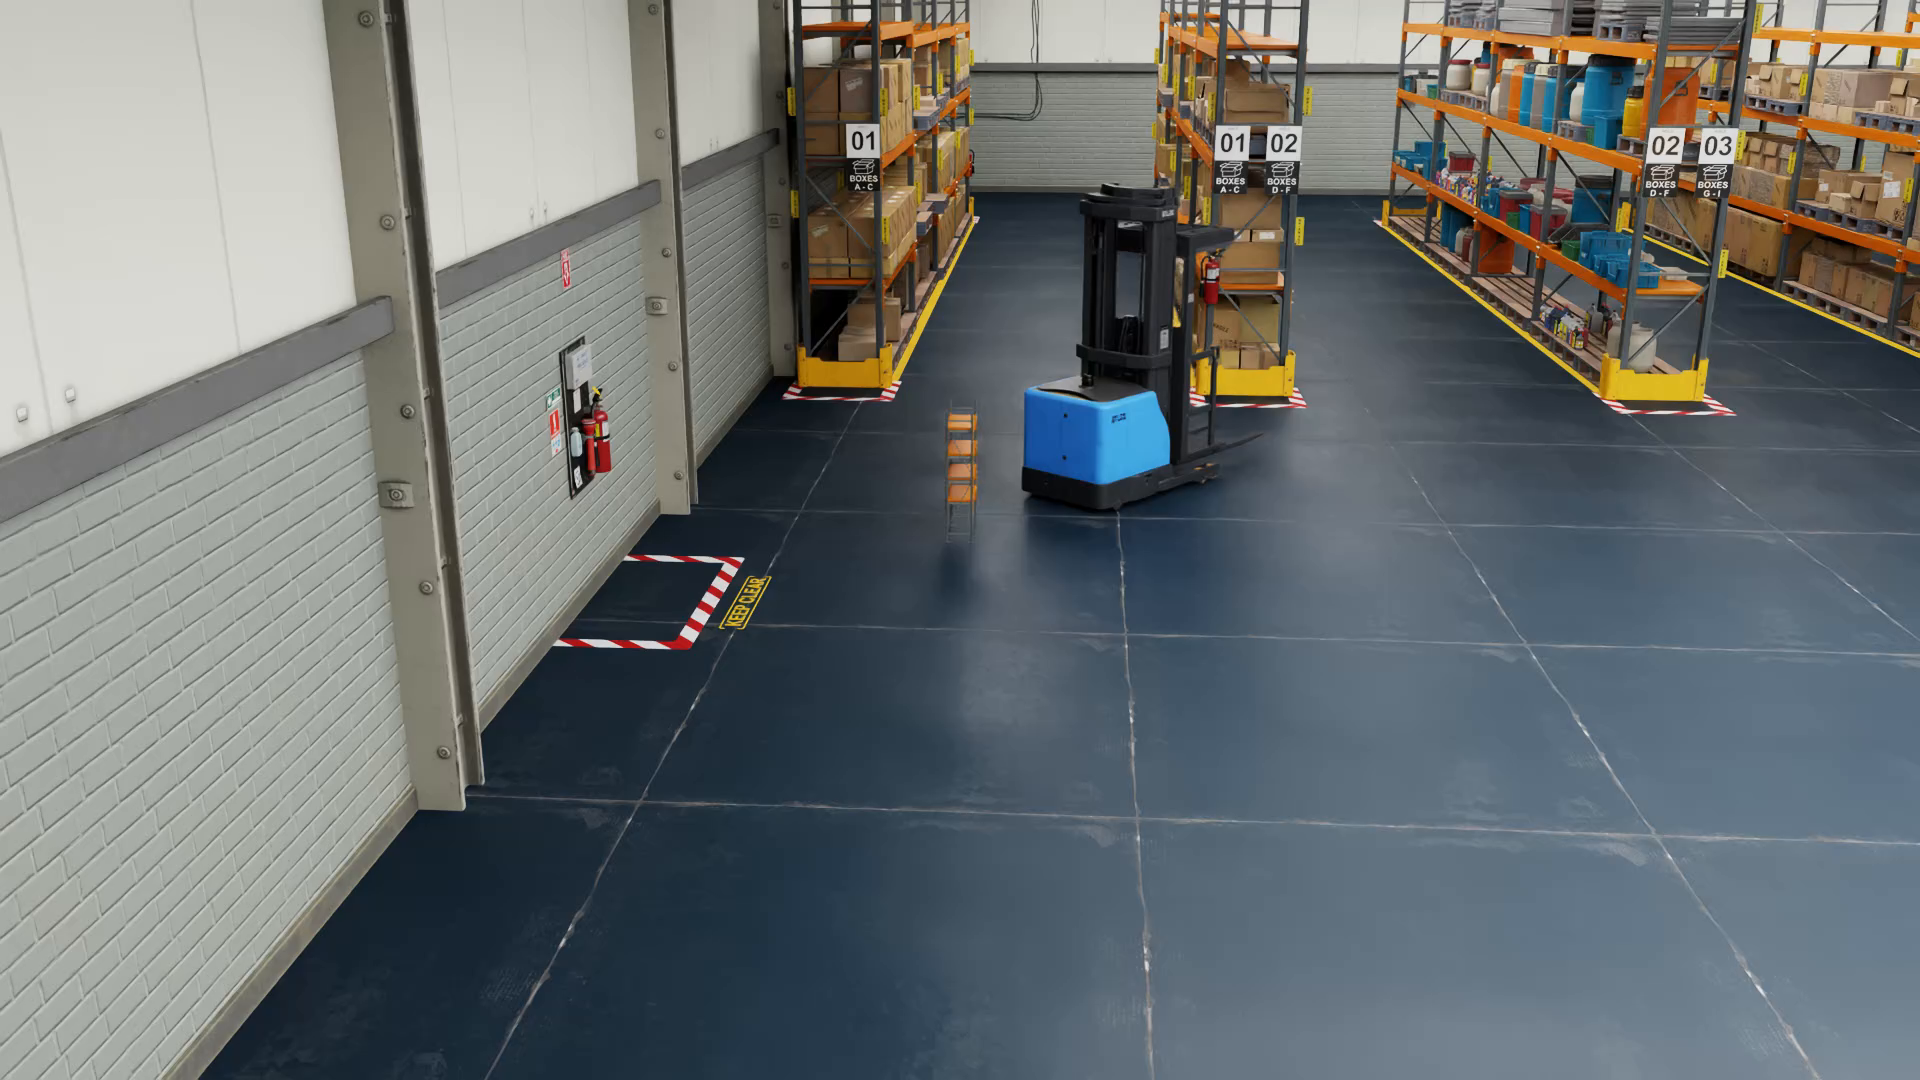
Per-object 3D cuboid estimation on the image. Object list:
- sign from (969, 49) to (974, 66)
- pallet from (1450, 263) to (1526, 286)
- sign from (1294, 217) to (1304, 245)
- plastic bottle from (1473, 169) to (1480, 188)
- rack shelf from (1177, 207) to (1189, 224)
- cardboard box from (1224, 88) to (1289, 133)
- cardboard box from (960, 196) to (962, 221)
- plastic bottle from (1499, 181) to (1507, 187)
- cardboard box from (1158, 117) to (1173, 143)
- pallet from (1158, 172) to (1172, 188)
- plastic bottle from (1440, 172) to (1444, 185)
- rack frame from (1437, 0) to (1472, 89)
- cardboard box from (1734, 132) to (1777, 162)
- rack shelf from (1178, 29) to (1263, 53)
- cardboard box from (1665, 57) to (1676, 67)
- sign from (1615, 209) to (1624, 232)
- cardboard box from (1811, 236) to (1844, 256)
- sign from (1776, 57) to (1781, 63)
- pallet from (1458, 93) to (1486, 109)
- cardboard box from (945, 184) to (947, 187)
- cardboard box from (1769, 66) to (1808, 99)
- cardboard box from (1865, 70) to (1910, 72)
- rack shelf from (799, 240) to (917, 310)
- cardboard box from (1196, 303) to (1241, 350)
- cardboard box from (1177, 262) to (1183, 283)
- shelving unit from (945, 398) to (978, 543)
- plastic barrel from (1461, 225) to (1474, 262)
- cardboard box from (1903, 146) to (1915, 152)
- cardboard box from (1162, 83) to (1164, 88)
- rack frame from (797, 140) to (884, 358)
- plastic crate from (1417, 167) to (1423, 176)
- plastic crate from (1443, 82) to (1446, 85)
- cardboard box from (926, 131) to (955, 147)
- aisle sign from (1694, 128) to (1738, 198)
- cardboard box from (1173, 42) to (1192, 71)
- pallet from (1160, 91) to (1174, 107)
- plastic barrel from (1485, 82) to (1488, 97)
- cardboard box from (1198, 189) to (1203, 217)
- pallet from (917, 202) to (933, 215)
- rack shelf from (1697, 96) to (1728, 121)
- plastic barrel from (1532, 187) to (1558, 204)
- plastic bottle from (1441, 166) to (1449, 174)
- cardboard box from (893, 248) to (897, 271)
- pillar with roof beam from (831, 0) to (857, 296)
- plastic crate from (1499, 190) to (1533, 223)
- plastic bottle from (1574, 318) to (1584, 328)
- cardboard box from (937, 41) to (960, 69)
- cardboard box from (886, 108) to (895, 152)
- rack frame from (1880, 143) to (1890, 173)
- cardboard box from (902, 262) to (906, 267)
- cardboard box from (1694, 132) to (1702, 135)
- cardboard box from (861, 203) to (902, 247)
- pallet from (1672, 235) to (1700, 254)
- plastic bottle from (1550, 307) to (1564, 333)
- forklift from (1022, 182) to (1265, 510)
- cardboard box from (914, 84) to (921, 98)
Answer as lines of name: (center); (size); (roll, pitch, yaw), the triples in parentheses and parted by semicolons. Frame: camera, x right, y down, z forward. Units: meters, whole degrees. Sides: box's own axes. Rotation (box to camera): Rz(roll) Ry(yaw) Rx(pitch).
sign: (0.240, -10.119, 34.874); (0.100, 0.325, 0.005); (1, 18, 4)
pallet: (9.022, -4.541, 28.444); (1.003, 0.211, 1.213); (1, 18, 4)
sign: (4.047, -3.683, 19.827); (0.100, 0.325, 0.005); (1, 18, 4)
plastic bottle: (9.411, -6.550, 30.175); (0.144, 0.351, 0.185); (1, 18, 4)
rack shelf: (3.924, -4.769, 25.817); (1.077, 0.370, 4.000); (1, 18, 4)
cardboard box: (3.539, -5.167, 19.992); (0.797, 0.503, 0.637); (3, 18, 8)
cardboard box: (-0.322, -6.807, 34.220); (0.700, 0.500, 0.500); (1, 18, 2)
plastic bottle: (9.460, -6.120, 28.981); (0.152, 0.276, 0.135); (1, 18, 4)
cardboard box: (4.275, -8.290, 33.639); (0.500, 0.500, 0.500); (2, 18, 5)
pallet: (4.188, -6.638, 30.672); (1.003, 0.211, 1.213); (1, 18, 4)
plastic bottle: (8.836, -6.590, 30.423); (0.097, 0.271, 0.097); (0, 18, 0)
rack frame: (9.294, -9.714, 30.117); (1.000, 3.000, 0.127); (1, 18, 4)
cardboard box: (14.197, -7.078, 29.936); (0.797, 0.503, 0.637); (1, 18, 2)
rack shelf: (3.924, -7.430, 24.945); (1.077, 0.370, 4.000); (1, 18, 4)
cardboard box: (14.377, -9.380, 32.920); (0.700, 0.500, 0.500); (1, 18, 2)
sign: (9.268, -4.494, 23.377); (0.100, 0.325, 0.005); (1, 18, 4)
cardboard box: (13.929, -4.679, 26.489); (0.500, 0.250, 0.500); (2, 18, 6)
sign: (14.776, -8.564, 30.089); (0.100, 0.325, 0.005); (1, 18, 4)
pallet: (9.257, -7.601, 28.788); (1.003, 0.211, 1.213); (1, 18, 4)
cardboard box: (-0.431, -6.547, 30.457); (0.380, 0.149, 0.250); (1, 18, 4)
cardboard box: (13.894, -7.644, 27.781); (0.500, 0.500, 0.500); (2, 18, 7)
cardboard box: (14.137, -6.907, 25.406); (0.500, 0.500, 0.500); (1, 18, 4)
rack shelf: (-1.304, -3.637, 22.359); (1.077, 0.370, 4.000); (1, 18, 4)
cardboard box: (3.235, -2.670, 20.792); (0.500, 0.500, 0.500); (1, 18, 4)
cardboard box: (3.592, -4.098, 25.454); (0.500, 0.311, 0.500); (1, 18, 4)
shelving unit: (0.012, -0.622, 14.893); (0.258, 1.200, 0.503); (1, 18, 4)
plastic barrel: (9.106, -5.177, 29.105); (0.600, 0.588, 0.708); (1, 18, 4)
cardboard box: (19.140, -7.742, 33.094); (0.500, 0.500, 0.500); (1, 18, 4)
cardboard box: (4.197, -8.796, 32.375); (0.500, 0.250, 0.500); (1, 18, 4)
rack frame: (-1.448, -3.357, 20.352); (1.000, 3.000, 0.127); (1, 18, 4)
plastic crate: (9.106, -7.114, 32.164); (0.437, 0.125, 0.590); (1, 18, 4)
plastic crate: (9.795, -9.117, 33.454); (0.450, 0.188, 0.336); (1, 18, 4)
cardboard box: (-0.366, -7.488, 31.084); (0.500, 0.250, 0.500); (2, 18, 5)
aisle sign: (8.721, -4.343, 19.184); (0.394, 0.787, 0.004); (1, 18, 4)
cardboard box: (4.351, -9.075, 31.217); (0.700, 0.500, 0.500); (1, 18, 4)
pallet: (4.166, -7.788, 29.357); (1.213, 0.211, 1.003); (1, 18, 4)
plastic barrel: (8.938, -7.516, 27.775); (0.301, 0.262, 0.301); (0, 18, 0)
cardboard box: (3.925, -5.095, 25.494); (0.500, 0.500, 0.500); (1, 18, 4)
pallet: (-0.975, -5.135, 26.085); (1.003, 0.211, 1.213); (1, 18, 4)
rack shelf: (14.378, -8.457, 32.254); (1.077, 0.370, 4.000); (1, 18, 4)
plastic barrel: (9.116, -5.219, 25.853); (0.421, 0.512, 0.421); (0, 18, 0)
plastic bottle: (8.943, -6.725, 30.709); (0.144, 0.351, 0.185); (1, 18, 4)
cardboard box: (-1.073, -3.602, 21.306); (0.500, 0.250, 0.500); (1, 18, 2)
pillar with roof beam: (2.464, -8.212, 25.534); (9.100, 9.000, 0.400); (1, 18, 4)
plastic crate: (8.586, -5.156, 25.739); (0.402, 0.464, 0.583); (1, 18, 4)
plastic bottle: (8.354, -2.866, 22.519); (0.152, 0.276, 0.135); (1, 18, 4)
cardboard box: (-0.257, -9.257, 31.741); (0.500, 0.500, 0.500); (1, 18, 3)
cardboard box: (-1.100, -5.104, 20.673); (0.500, 0.500, 0.500); (2, 18, 8)
rack frame: (19.461, -7.853, 34.071); (1.000, 3.000, 0.127); (1, 18, 4)
cardboard box: (-1.097, -4.343, 25.463); (0.500, 0.250, 0.500); (1, 18, 3)
cardboard box: (14.001, -7.328, 31.028); (0.500, 0.500, 0.500); (2, 18, 5)
cardboard box: (-1.025, -4.107, 21.644); (0.500, 0.500, 0.500); (1, 18, 2)
pallet: (14.367, -5.662, 31.863); (1.003, 0.211, 1.213); (1, 18, 4)
plastic bottle: (8.235, -3.029, 22.896); (0.144, 0.351, 0.185); (1, 18, 2)
forklift: (1.974, -2.053, 16.482); (1.130, 2.935, 3.031); (16, 24, 40)
cardboard box: (-1.060, -6.925, 26.226); (0.797, 0.503, 0.637); (4, 19, 12)
